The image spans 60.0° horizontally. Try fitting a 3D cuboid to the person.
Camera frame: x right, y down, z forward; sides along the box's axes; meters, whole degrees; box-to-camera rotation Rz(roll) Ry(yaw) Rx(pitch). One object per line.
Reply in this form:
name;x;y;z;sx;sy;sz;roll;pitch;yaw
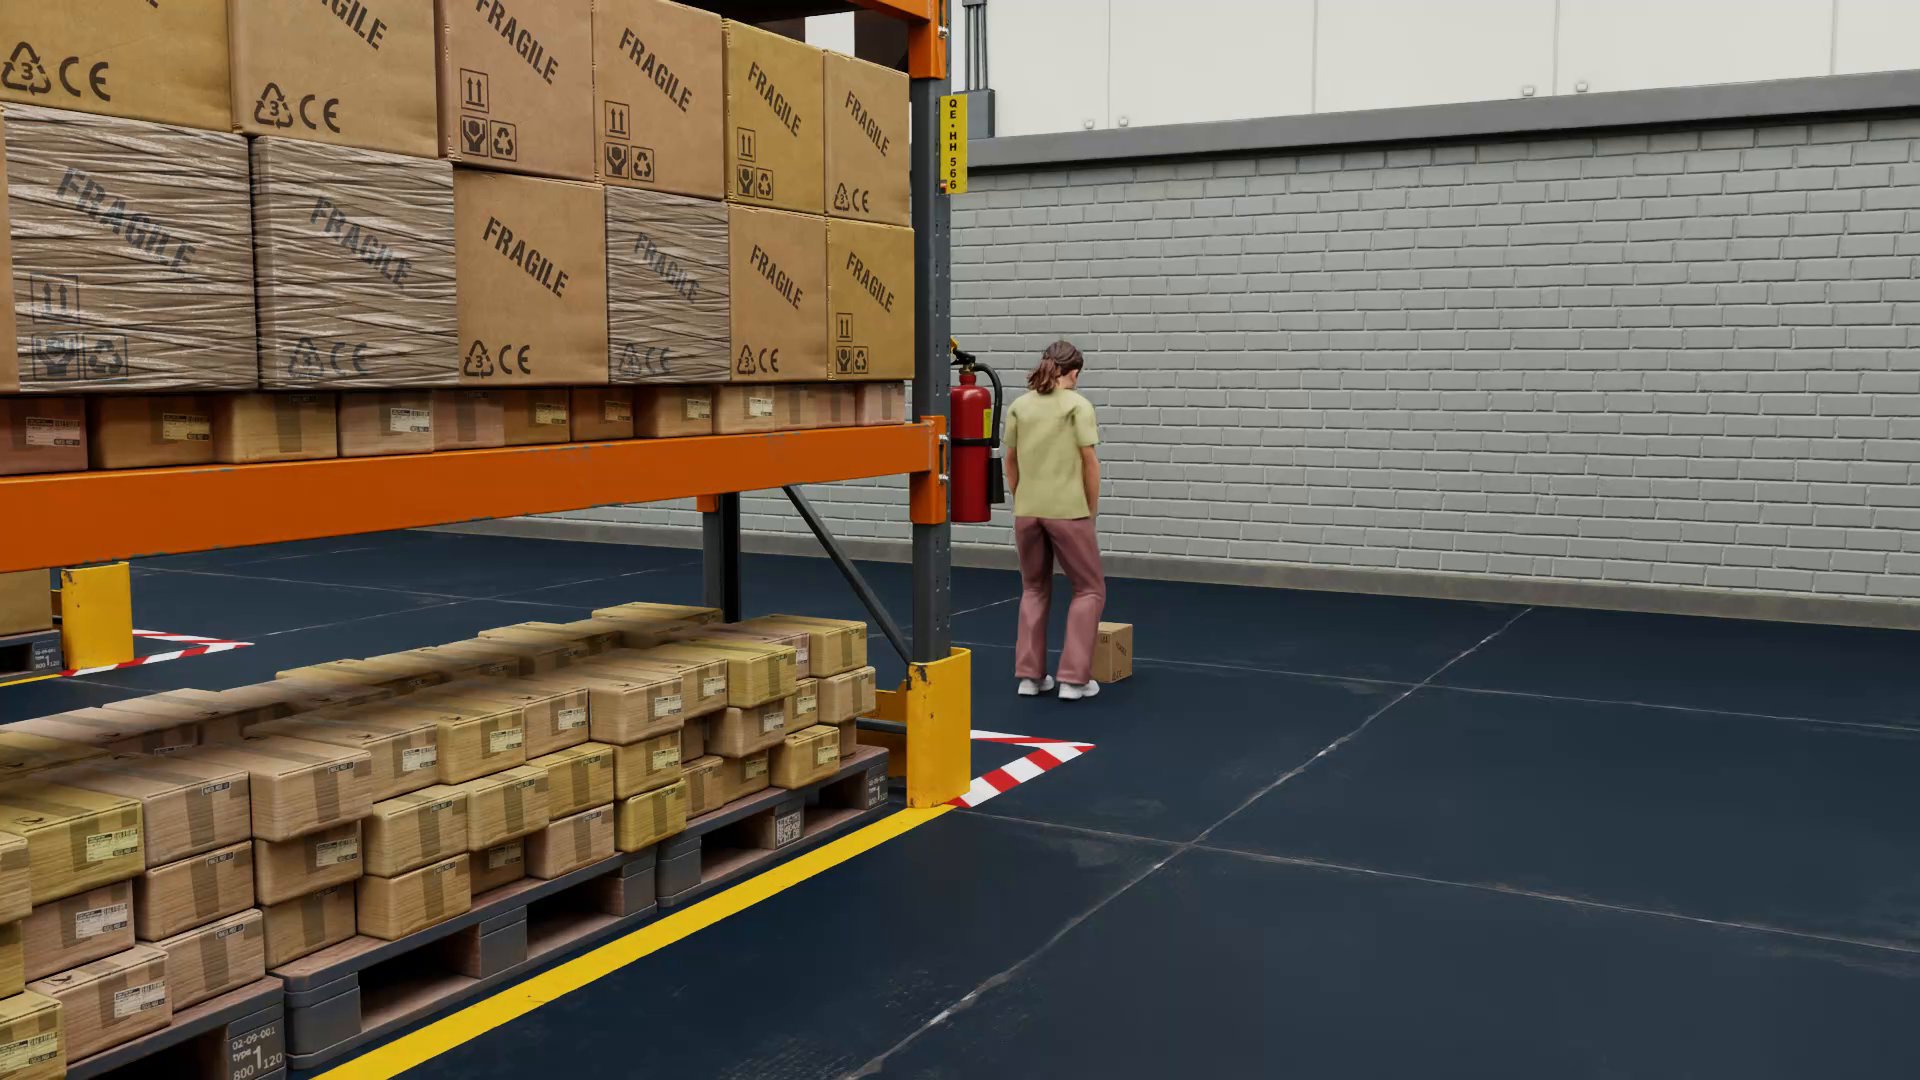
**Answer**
person;0.421;-0.095;7.562;0.474;1.617;0.406;3;7;30
